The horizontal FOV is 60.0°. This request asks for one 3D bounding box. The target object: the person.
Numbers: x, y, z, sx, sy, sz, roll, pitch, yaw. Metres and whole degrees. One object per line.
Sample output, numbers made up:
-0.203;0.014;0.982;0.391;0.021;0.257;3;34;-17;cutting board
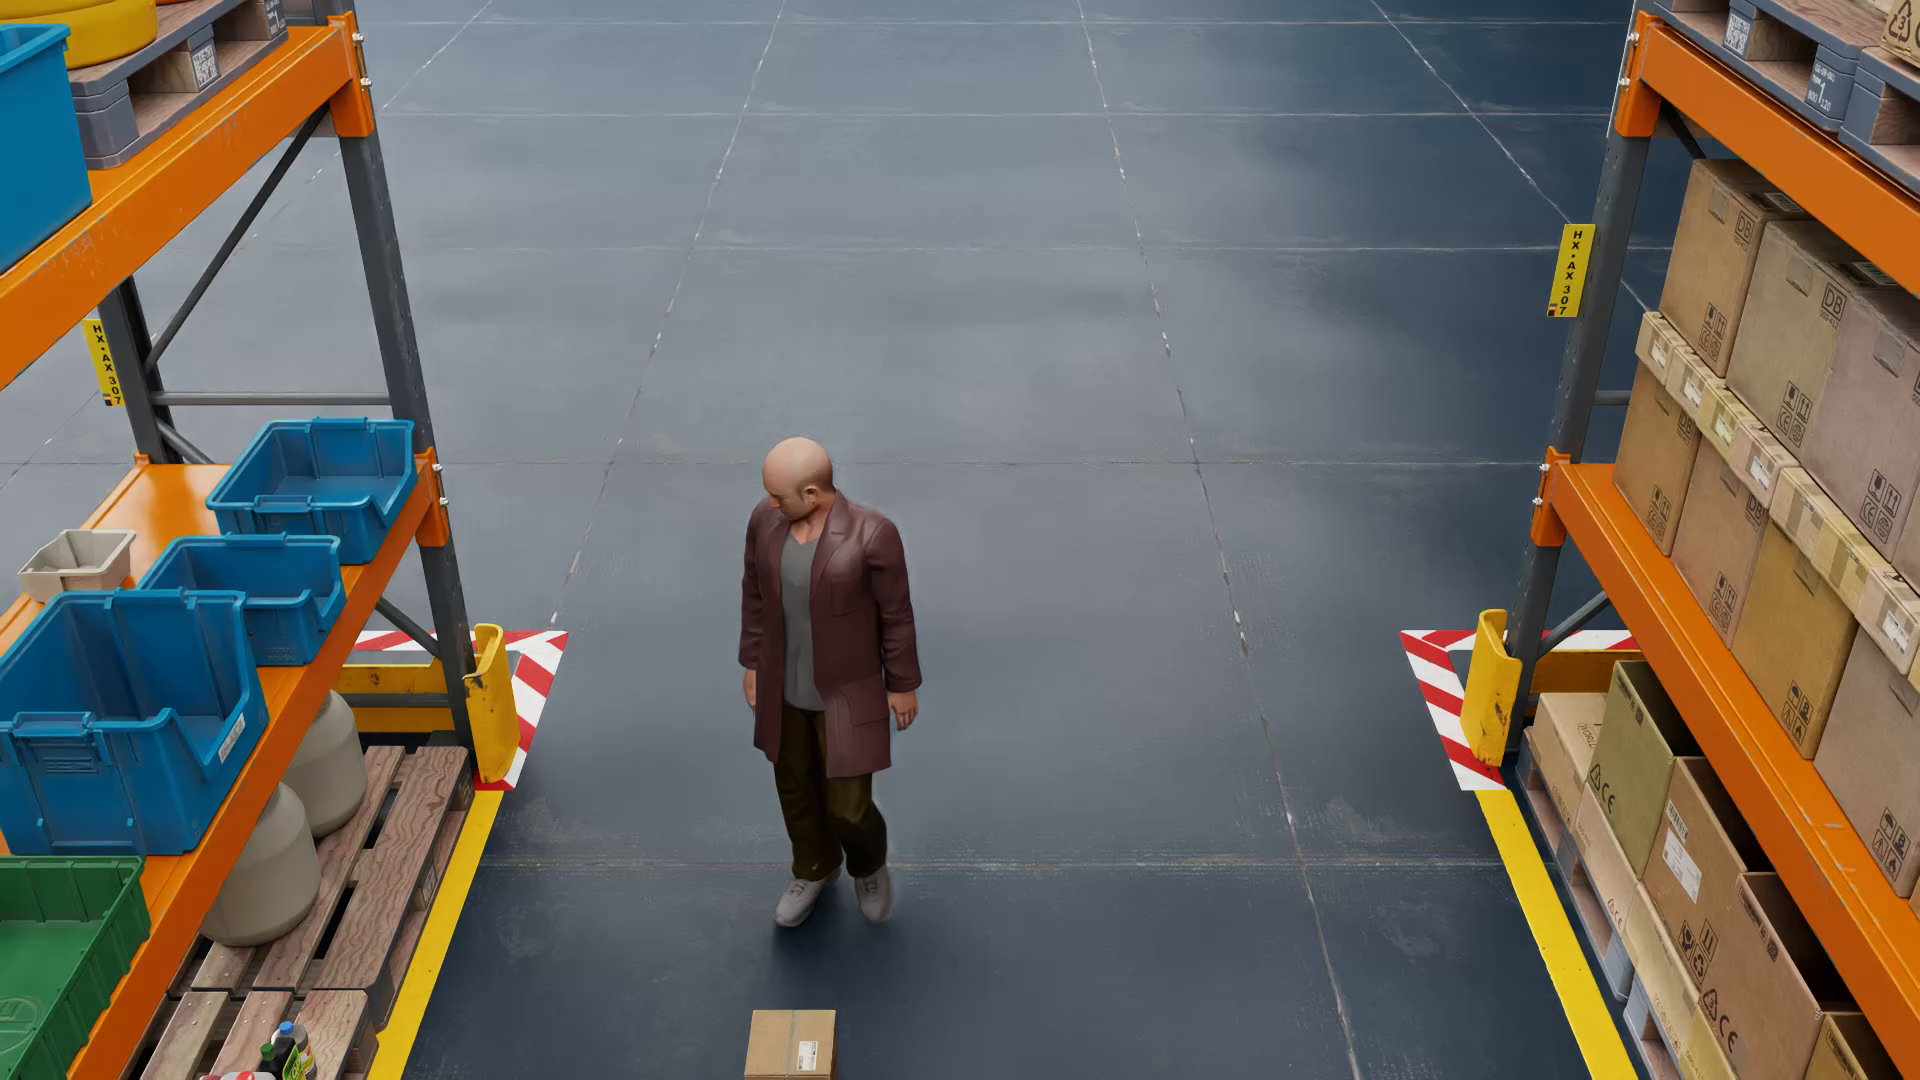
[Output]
-0.460;0.496;5.305;0.617;1.792;0.456;14;34;22;person
